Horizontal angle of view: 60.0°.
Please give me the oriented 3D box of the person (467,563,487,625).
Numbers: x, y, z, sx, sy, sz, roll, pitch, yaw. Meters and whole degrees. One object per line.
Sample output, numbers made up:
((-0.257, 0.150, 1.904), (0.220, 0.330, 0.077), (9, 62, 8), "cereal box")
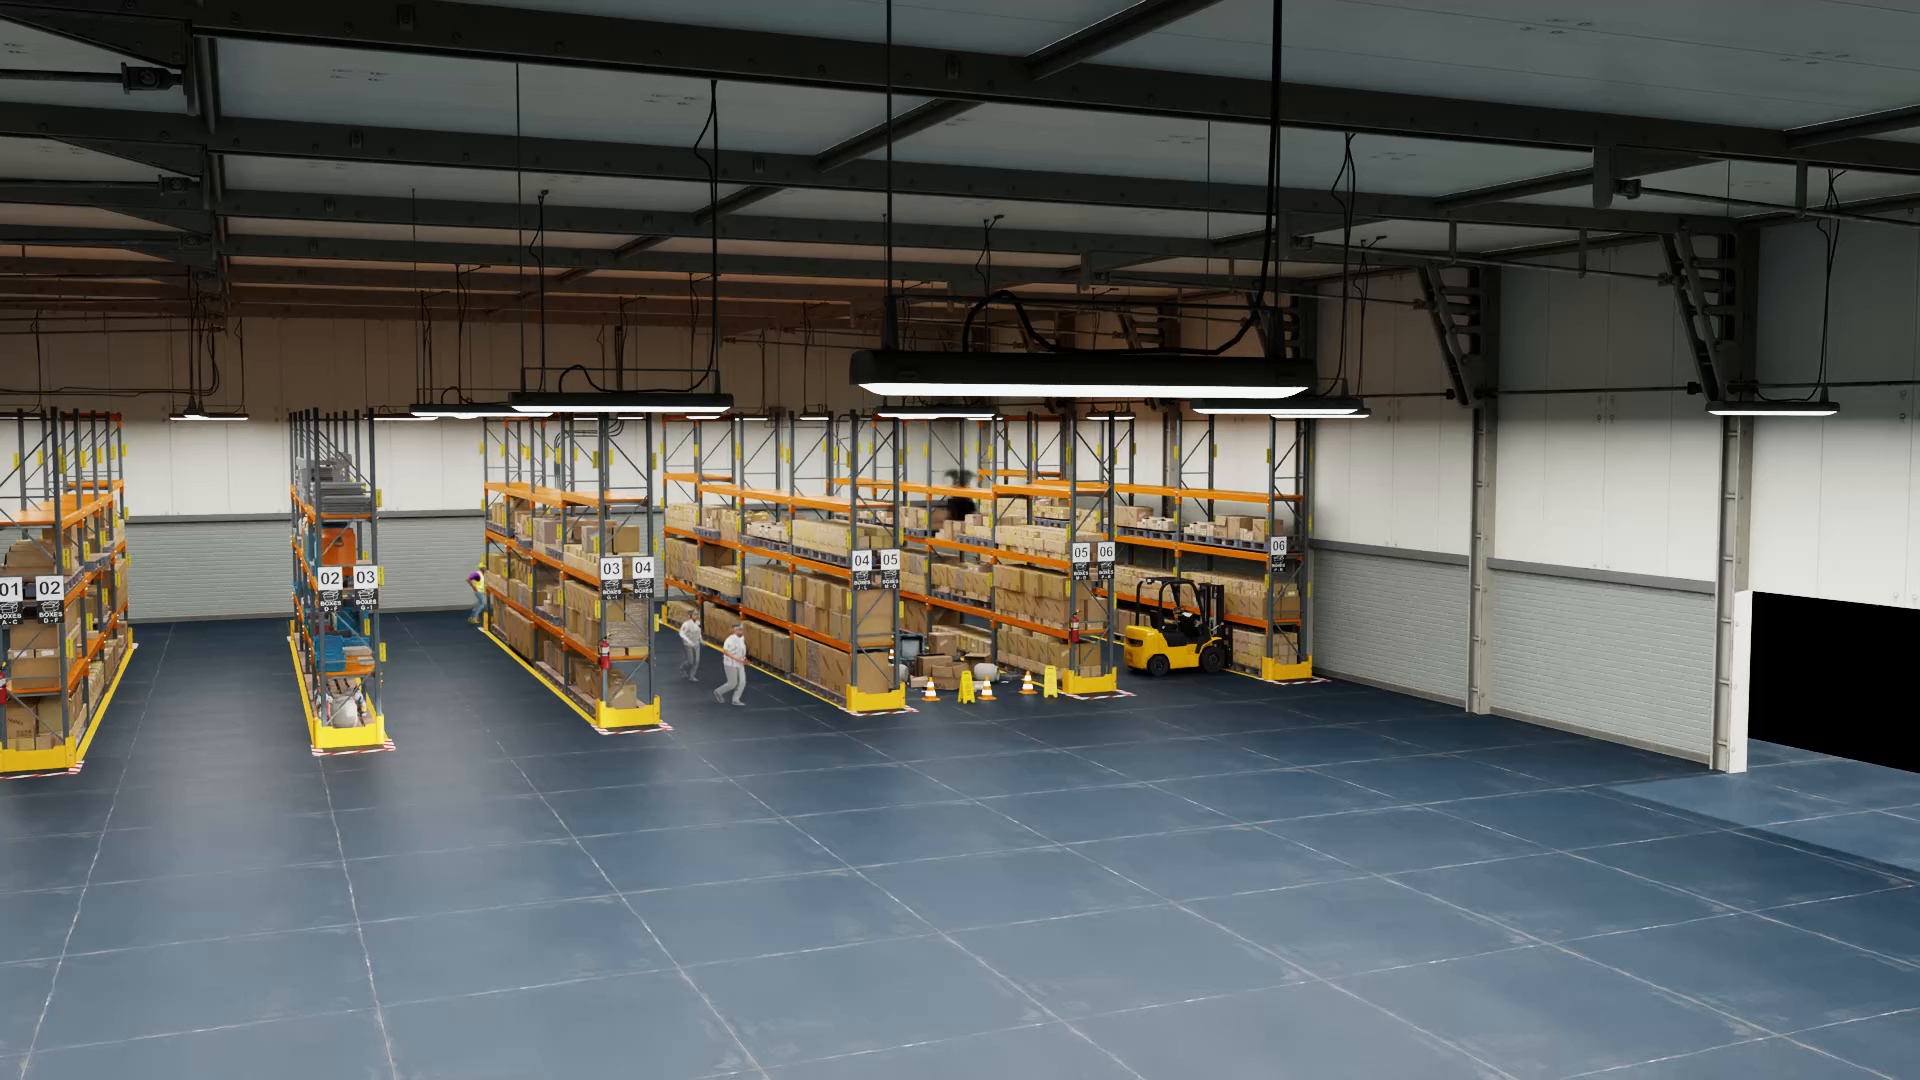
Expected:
((-13.704, 1.526, 47.552), (0.688, 1.752, 0.717), (1, 4, 13), "person")

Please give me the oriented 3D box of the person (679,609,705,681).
((-6.010, 2.327, 37.043), (0.613, 1.633, 0.641), (-3, 5, -41), "person")

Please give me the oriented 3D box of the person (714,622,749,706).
((-4.627, 2.511, 33.735), (0.775, 1.726, 0.659), (2, 5, 29), "person")

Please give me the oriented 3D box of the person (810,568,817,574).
((-3.917, 1.621, 46.436), (0.827, 1.694, 0.628), (2, 5, 31), "person")
